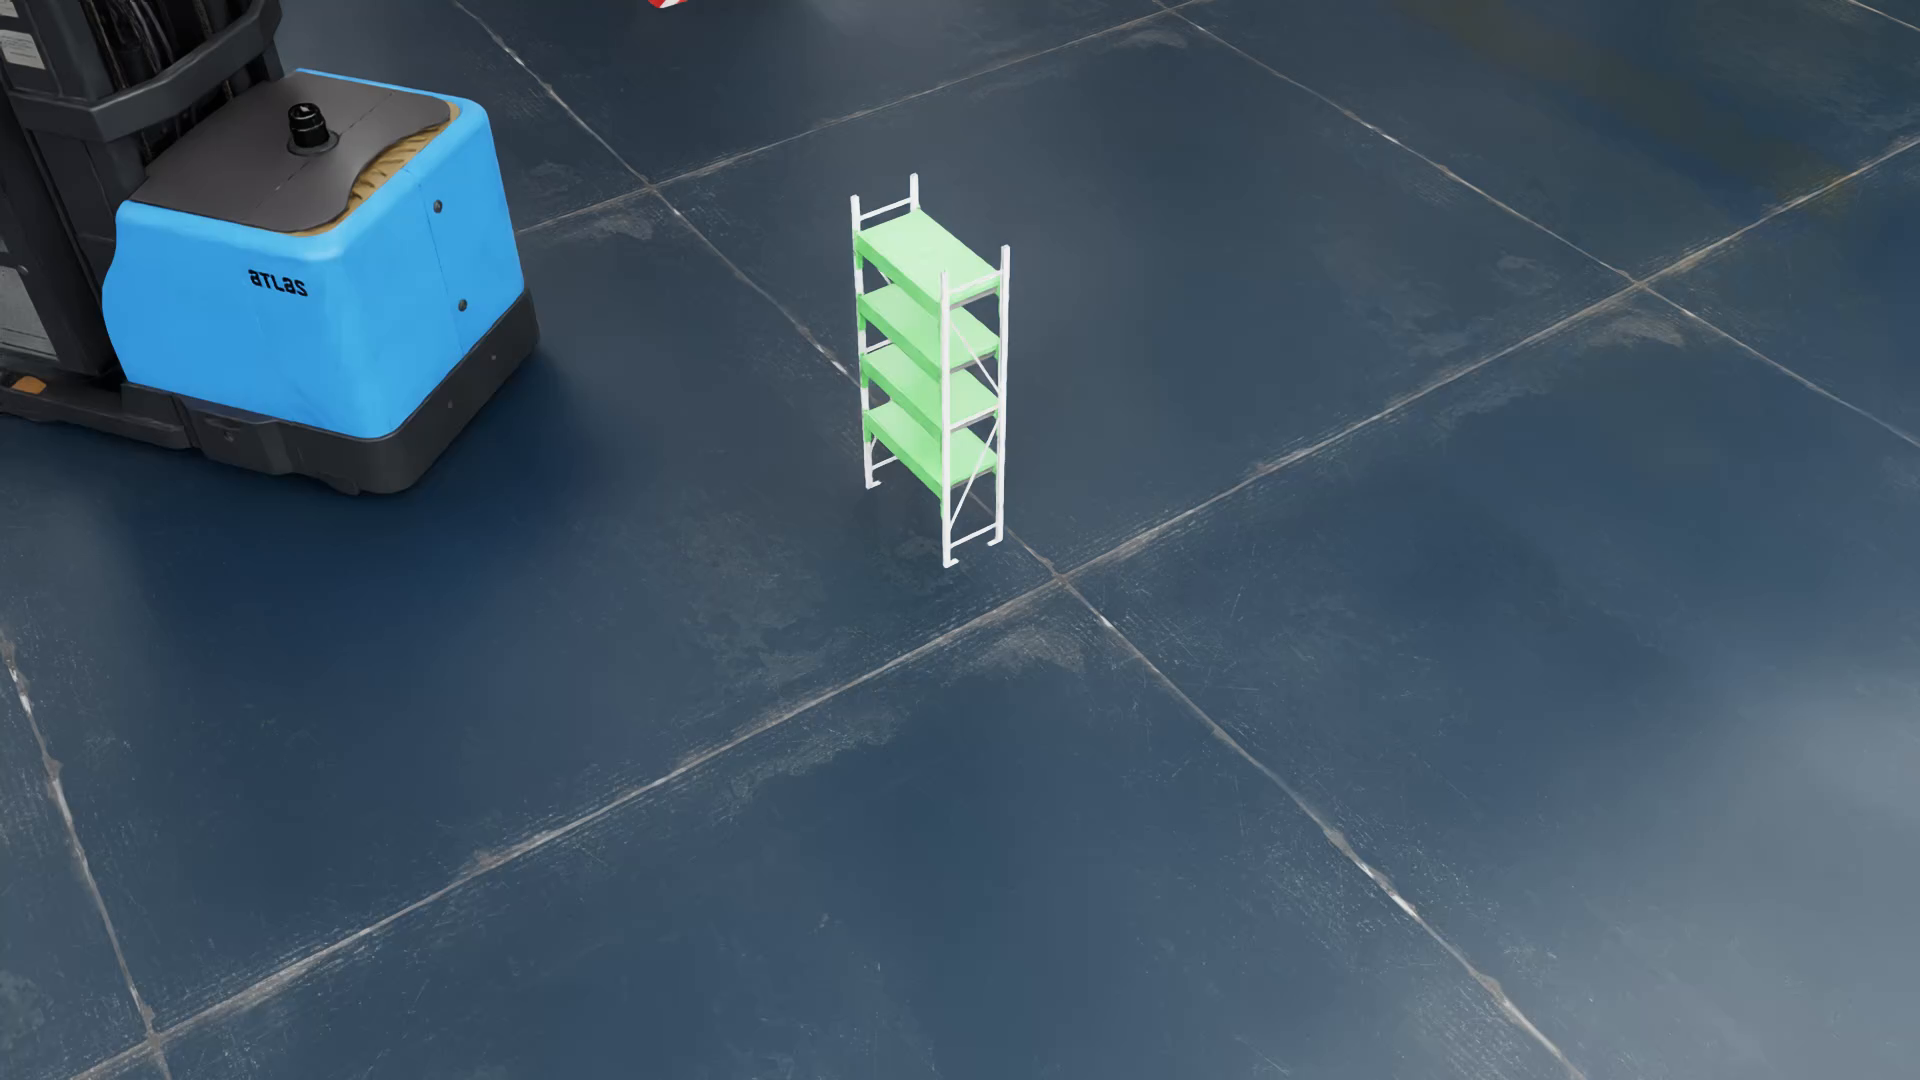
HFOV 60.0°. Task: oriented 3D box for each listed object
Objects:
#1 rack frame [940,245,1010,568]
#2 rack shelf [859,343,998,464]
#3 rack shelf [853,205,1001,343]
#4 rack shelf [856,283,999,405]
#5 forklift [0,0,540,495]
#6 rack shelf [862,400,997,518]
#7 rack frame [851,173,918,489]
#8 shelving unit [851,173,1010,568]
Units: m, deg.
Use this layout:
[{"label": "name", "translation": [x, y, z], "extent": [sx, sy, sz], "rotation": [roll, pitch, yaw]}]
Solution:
[{"label": "rack frame", "translation": [0.045, -0.390, 5.289], "extent": [0.240, 1.200, 0.015], "rotation": [-26, 49, -24]}, {"label": "rack shelf", "translation": [-0.095, -0.482, 5.478], "extent": [0.258, 0.148, 0.480], "rotation": [-26, 49, -24]}, {"label": "rack shelf", "translation": [-0.095, -0.829, 5.147], "extent": [0.258, 0.148, 0.480], "rotation": [-26, 49, -24]}, {"label": "rack shelf", "translation": [-0.095, -0.655, 5.312], "extent": [0.258, 0.148, 0.480], "rotation": [-26, 49, -24]}, {"label": "forklift", "translation": [-3.208, -1.833, 5.547], "extent": [3.031, 2.935, 1.130], "rotation": [13, 45, 14]}, {"label": "rack shelf", "translation": [-0.095, -0.308, 5.644], "extent": [0.258, 0.148, 0.480], "rotation": [-26, 49, -24]}, {"label": "rack frame", "translation": [-0.234, -0.666, 5.579], "extent": [0.240, 1.200, 0.015], "rotation": [-26, 49, -24]}, {"label": "shelving unit", "translation": [-0.095, -0.528, 5.434], "extent": [0.258, 1.200, 0.503], "rotation": [-26, 49, -24]}]
